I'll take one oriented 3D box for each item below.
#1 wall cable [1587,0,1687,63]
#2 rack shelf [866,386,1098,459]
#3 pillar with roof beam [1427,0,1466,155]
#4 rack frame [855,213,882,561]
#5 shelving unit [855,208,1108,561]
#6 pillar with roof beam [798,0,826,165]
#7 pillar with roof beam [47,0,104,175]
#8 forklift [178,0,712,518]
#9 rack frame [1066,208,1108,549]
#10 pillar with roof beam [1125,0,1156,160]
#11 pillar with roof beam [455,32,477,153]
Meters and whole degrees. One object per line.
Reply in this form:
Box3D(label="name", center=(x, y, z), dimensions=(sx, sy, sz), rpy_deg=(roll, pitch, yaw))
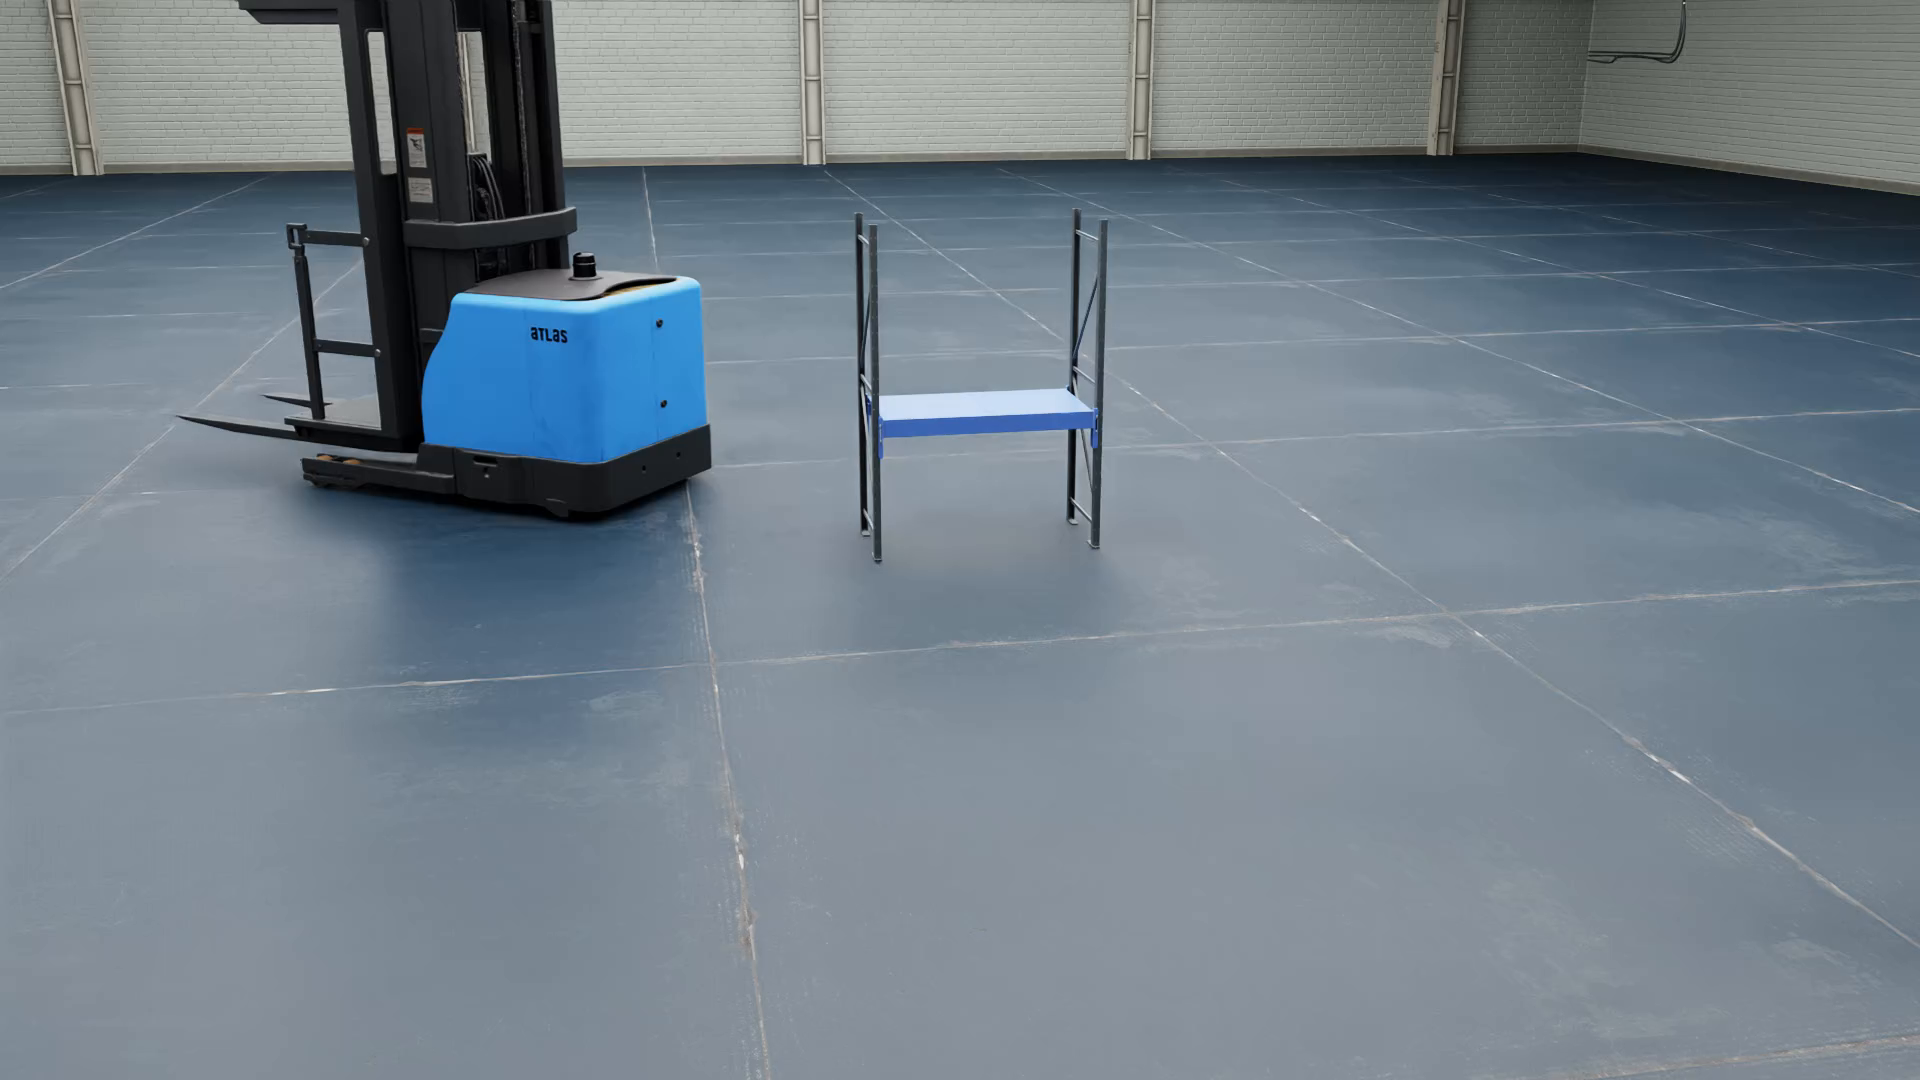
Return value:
Box3D(label="wall cable", center=(12.322, -9.977, 30.258), dimensions=(0.112, 2.526, 3.097), rpy_deg=(-3, 17, -10))
Box3D(label="rack shelf", center=(0.084, -0.550, 7.660), dimensions=(1.000, 0.185, 0.538), rpy_deg=(-3, 17, -10))
Box3D(label="pillar with roof beam", center=(9.995, -10.438, 26.468), dimensions=(0.400, 9.000, 9.100), rpy_deg=(-3, 17, -10))
Box3D(label="rack frame", center=(-0.415, -0.693, 7.515), dimensions=(0.032, 1.500, 0.500), rpy_deg=(-3, 17, -10))
Box3D(label="shelving unit", center=(0.084, -0.722, 7.607), dimensions=(1.048, 1.500, 0.538), rpy_deg=(-3, 17, -10))
Box3D(label="pillar with roof beam", center=(-1.787, -9.769, 24.292), dimensions=(0.400, 9.000, 9.100), rpy_deg=(-3, 17, -10))
Box3D(label="pillar with roof beam", center=(-13.569, -9.101, 22.116), dimensions=(0.400, 9.000, 9.100), rpy_deg=(-3, 17, -10))
Box3D(label="forklift", center=(-2.875, -1.783, 8.624), dimensions=(3.031, 2.935, 1.130), rpy_deg=(8, 19, 24))
Box3D(label="rack frame", center=(0.583, -0.750, 7.699), dimensions=(0.032, 1.500, 0.500), rpy_deg=(-3, 17, -10))
Box3D(label="pillar with roof beam", center=(4.104, -10.103, 25.380), dimensions=(0.400, 9.000, 9.100), rpy_deg=(-3, 17, -10))
Box3D(label="pillar with roof beam", center=(-7.678, -9.435, 23.204), dimensions=(0.400, 9.000, 9.100), rpy_deg=(-3, 17, -10))
